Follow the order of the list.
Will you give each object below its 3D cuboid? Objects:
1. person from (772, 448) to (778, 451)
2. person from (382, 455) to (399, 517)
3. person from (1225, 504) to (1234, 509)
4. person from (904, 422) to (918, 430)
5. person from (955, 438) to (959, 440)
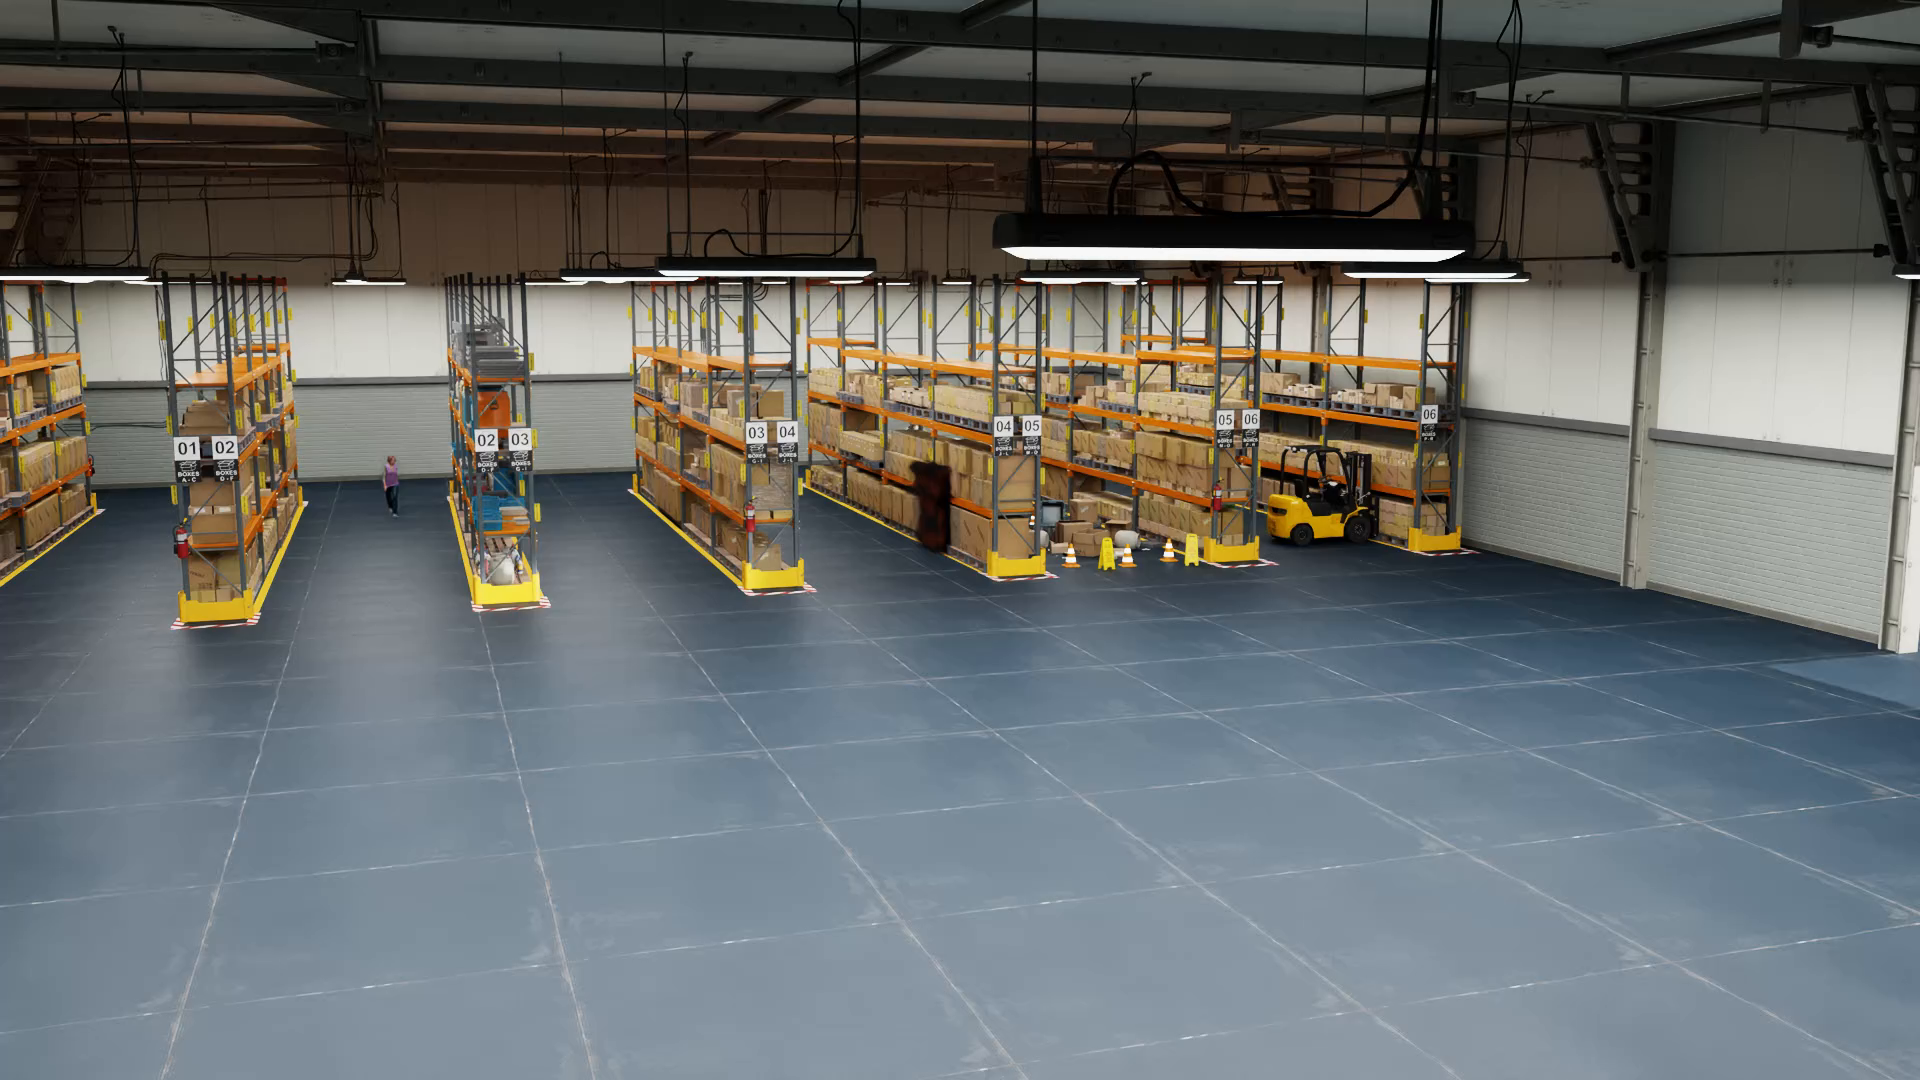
[{"bbox_3d":[-5.479,-2.618,49.604,0.608,1.714,0.882,0,9,1],"label":"person"},{"bbox_3d":[-14.363,-1.374,41.985,0.389,1.550,0.865,-2,9,-13],"label":"person"},{"bbox_3d":[6.424,-1.127,39.664,0.382,1.790,0.602,2,9,15],"label":"person"},{"bbox_3d":[-1.473,-2.916,51.412,0.517,1.753,0.520,-6,10,-34],"label":"person"},{"bbox_3d":[-0.084,-1.818,44.188,0.362,1.776,0.604,-3,9,-21],"label":"person"}]
